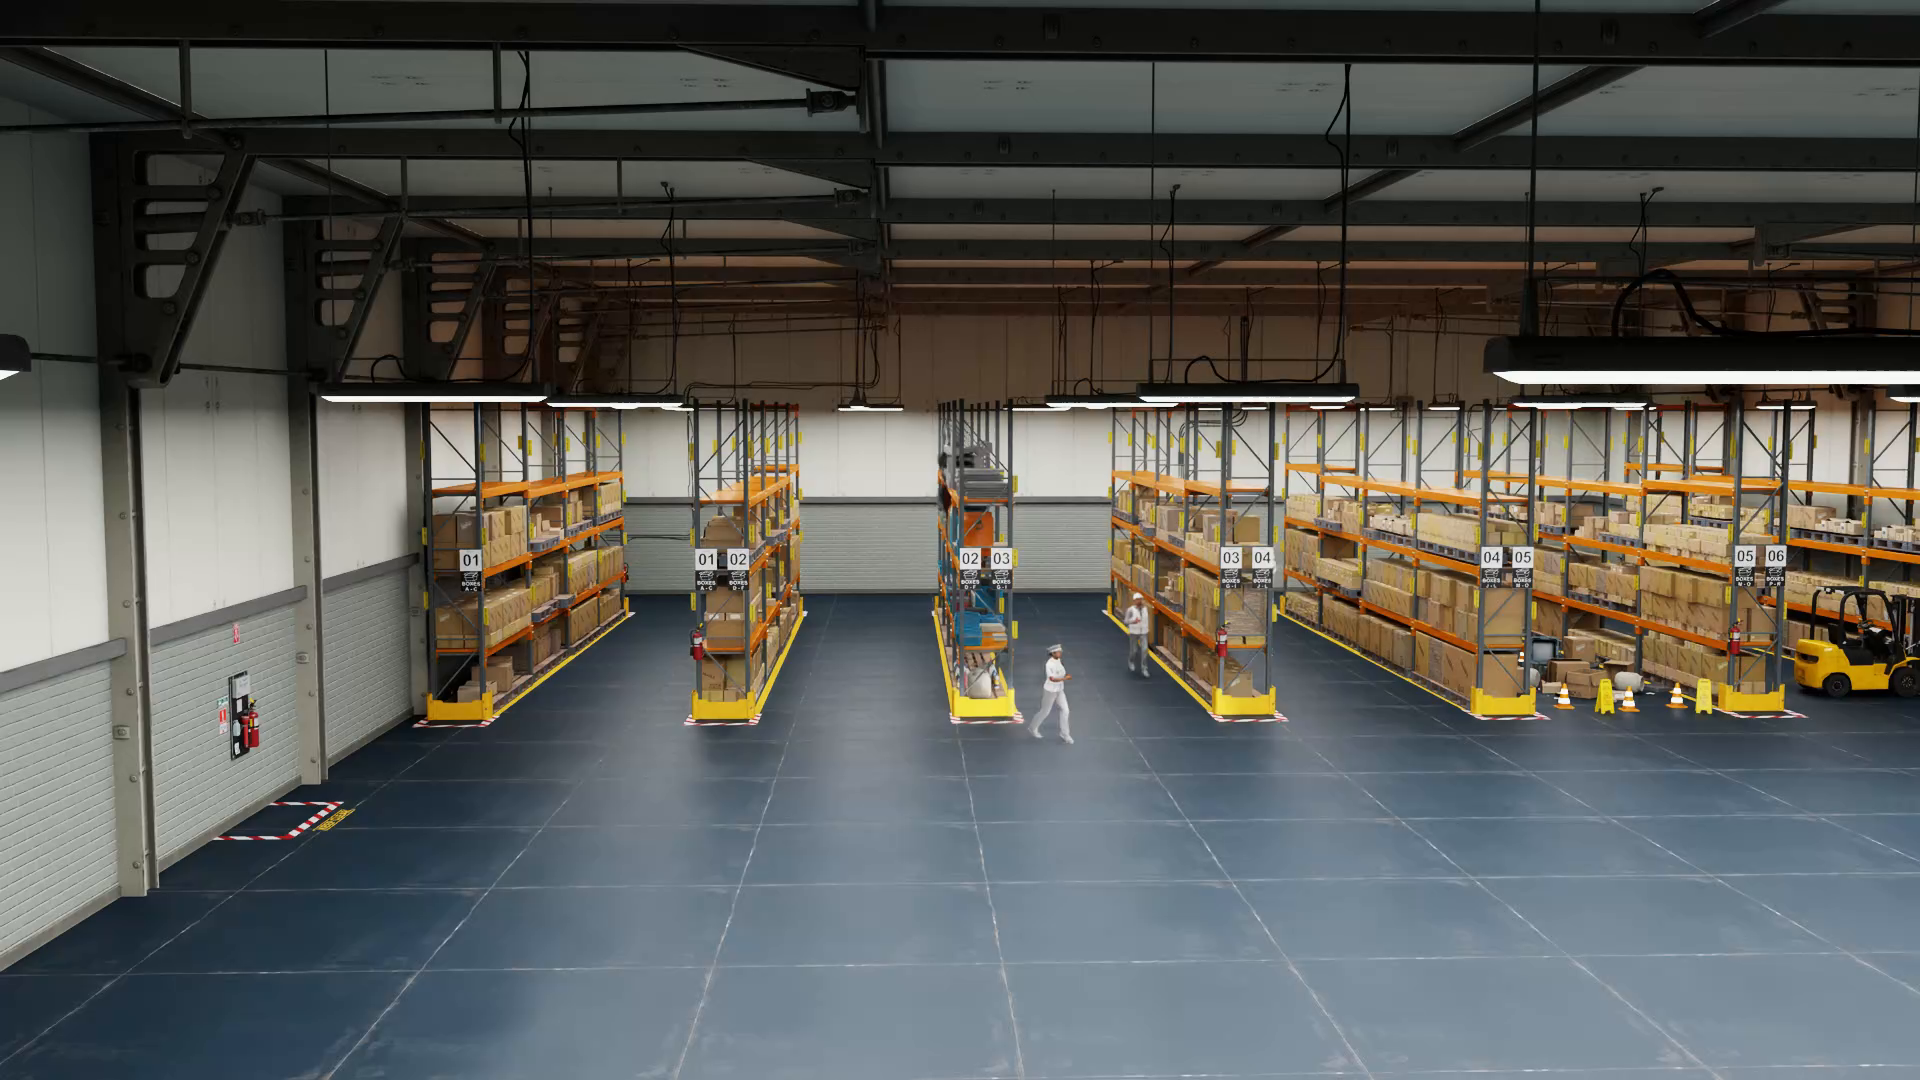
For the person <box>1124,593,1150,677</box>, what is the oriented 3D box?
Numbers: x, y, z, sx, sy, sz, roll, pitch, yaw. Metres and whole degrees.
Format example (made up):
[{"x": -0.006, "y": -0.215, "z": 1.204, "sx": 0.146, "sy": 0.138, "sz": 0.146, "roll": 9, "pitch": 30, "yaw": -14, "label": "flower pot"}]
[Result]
[{"x": 3.903, "y": 2.050, "z": 36.400, "sx": 0.653, "sy": 1.793, "sz": 0.902, "roll": -1, "pitch": 4, "yaw": -11, "label": "person"}]

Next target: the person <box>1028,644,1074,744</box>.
[{"x": 1.603, "y": 2.663, "z": 29.025, "sx": 0.865, "sy": 1.734, "sz": 0.547, "roll": 3, "pitch": 5, "yaw": 32, "label": "person"}]

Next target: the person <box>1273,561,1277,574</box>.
[{"x": 8.954, "y": 1.154, "z": 48.856, "sx": 0.710, "sy": 1.736, "sz": 0.678, "roll": 4, "pitch": 6, "yaw": 40, "label": "person"}]
